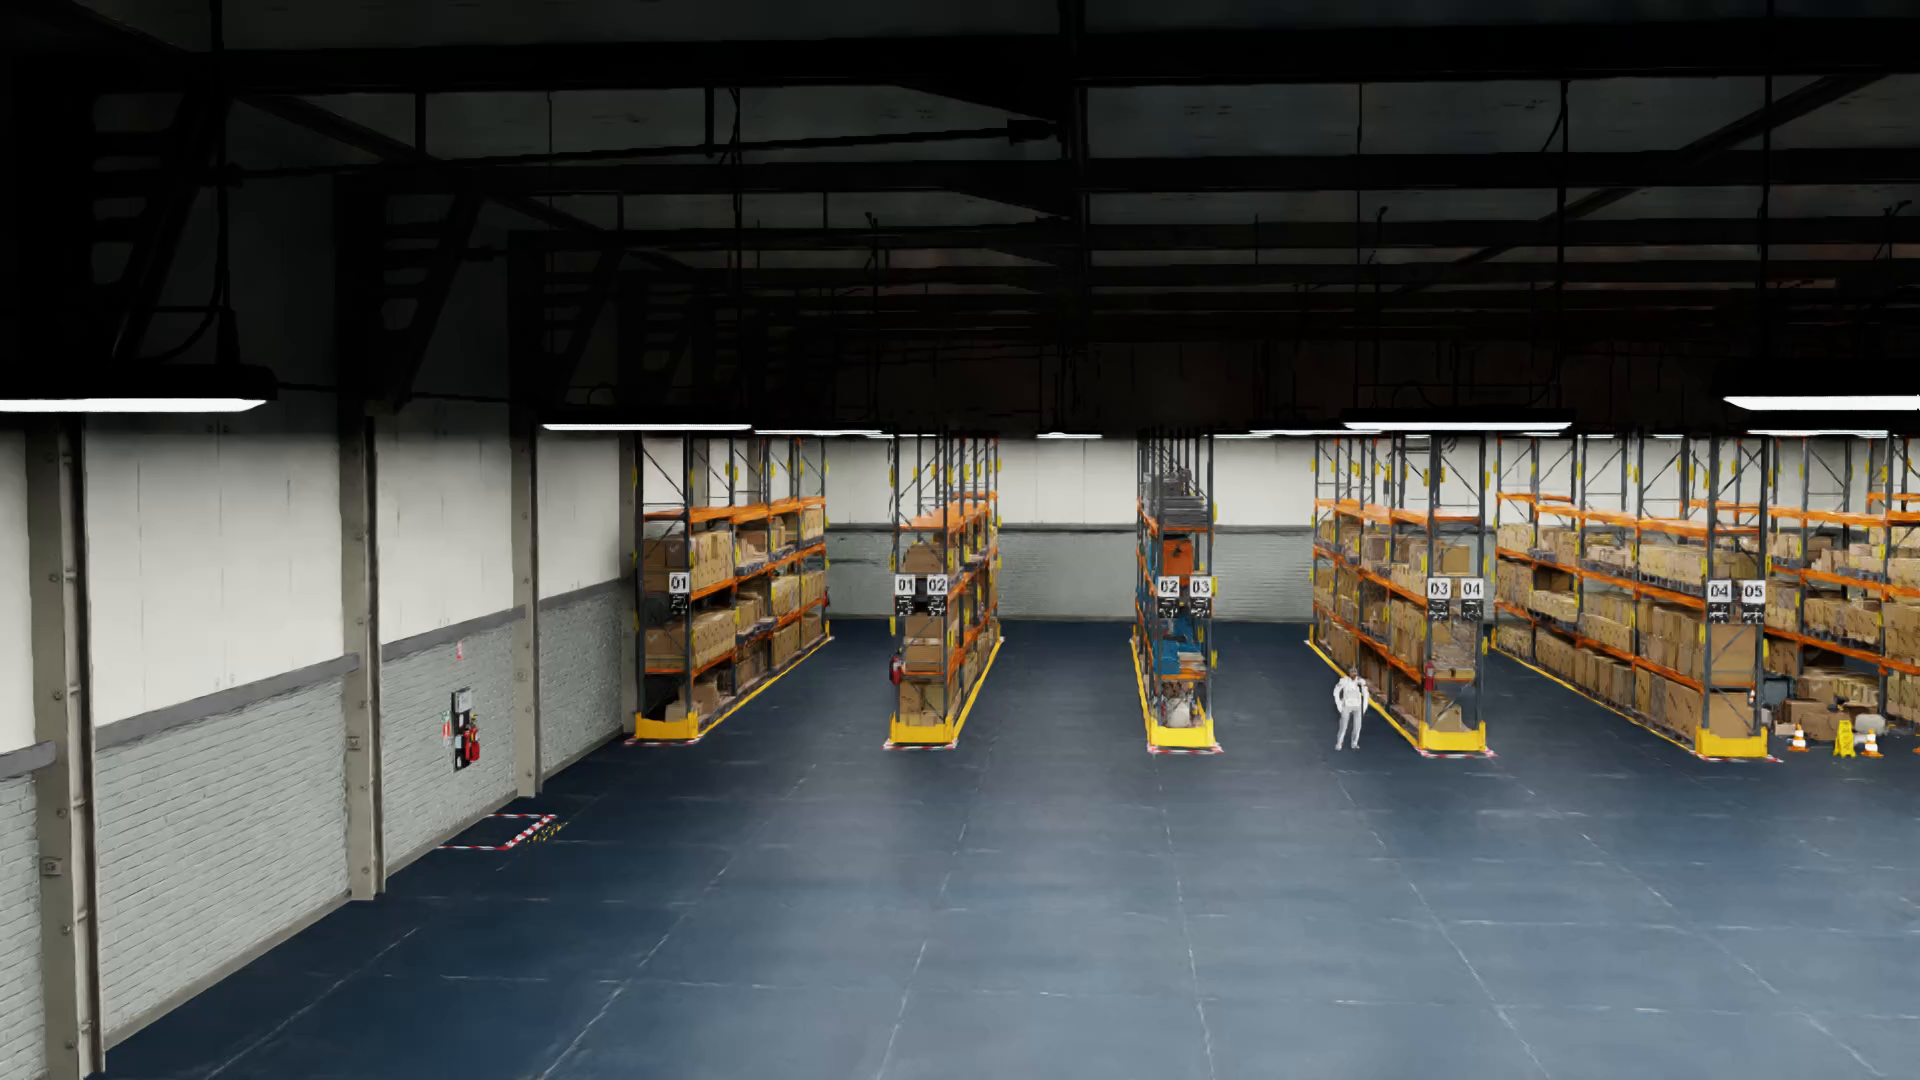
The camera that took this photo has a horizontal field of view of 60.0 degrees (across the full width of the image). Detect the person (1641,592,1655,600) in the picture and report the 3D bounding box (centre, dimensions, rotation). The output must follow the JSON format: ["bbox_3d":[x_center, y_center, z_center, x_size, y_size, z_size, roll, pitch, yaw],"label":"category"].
[{"bbox_3d":[20.765,1.817,50.411,0.616,1.765,0.629,3,4,40],"label":"person"}]

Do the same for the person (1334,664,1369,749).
[{"bbox_3d":[7.230,3.066,30.737,0.639,1.632,0.512,0,3,3],"label":"person"}]
